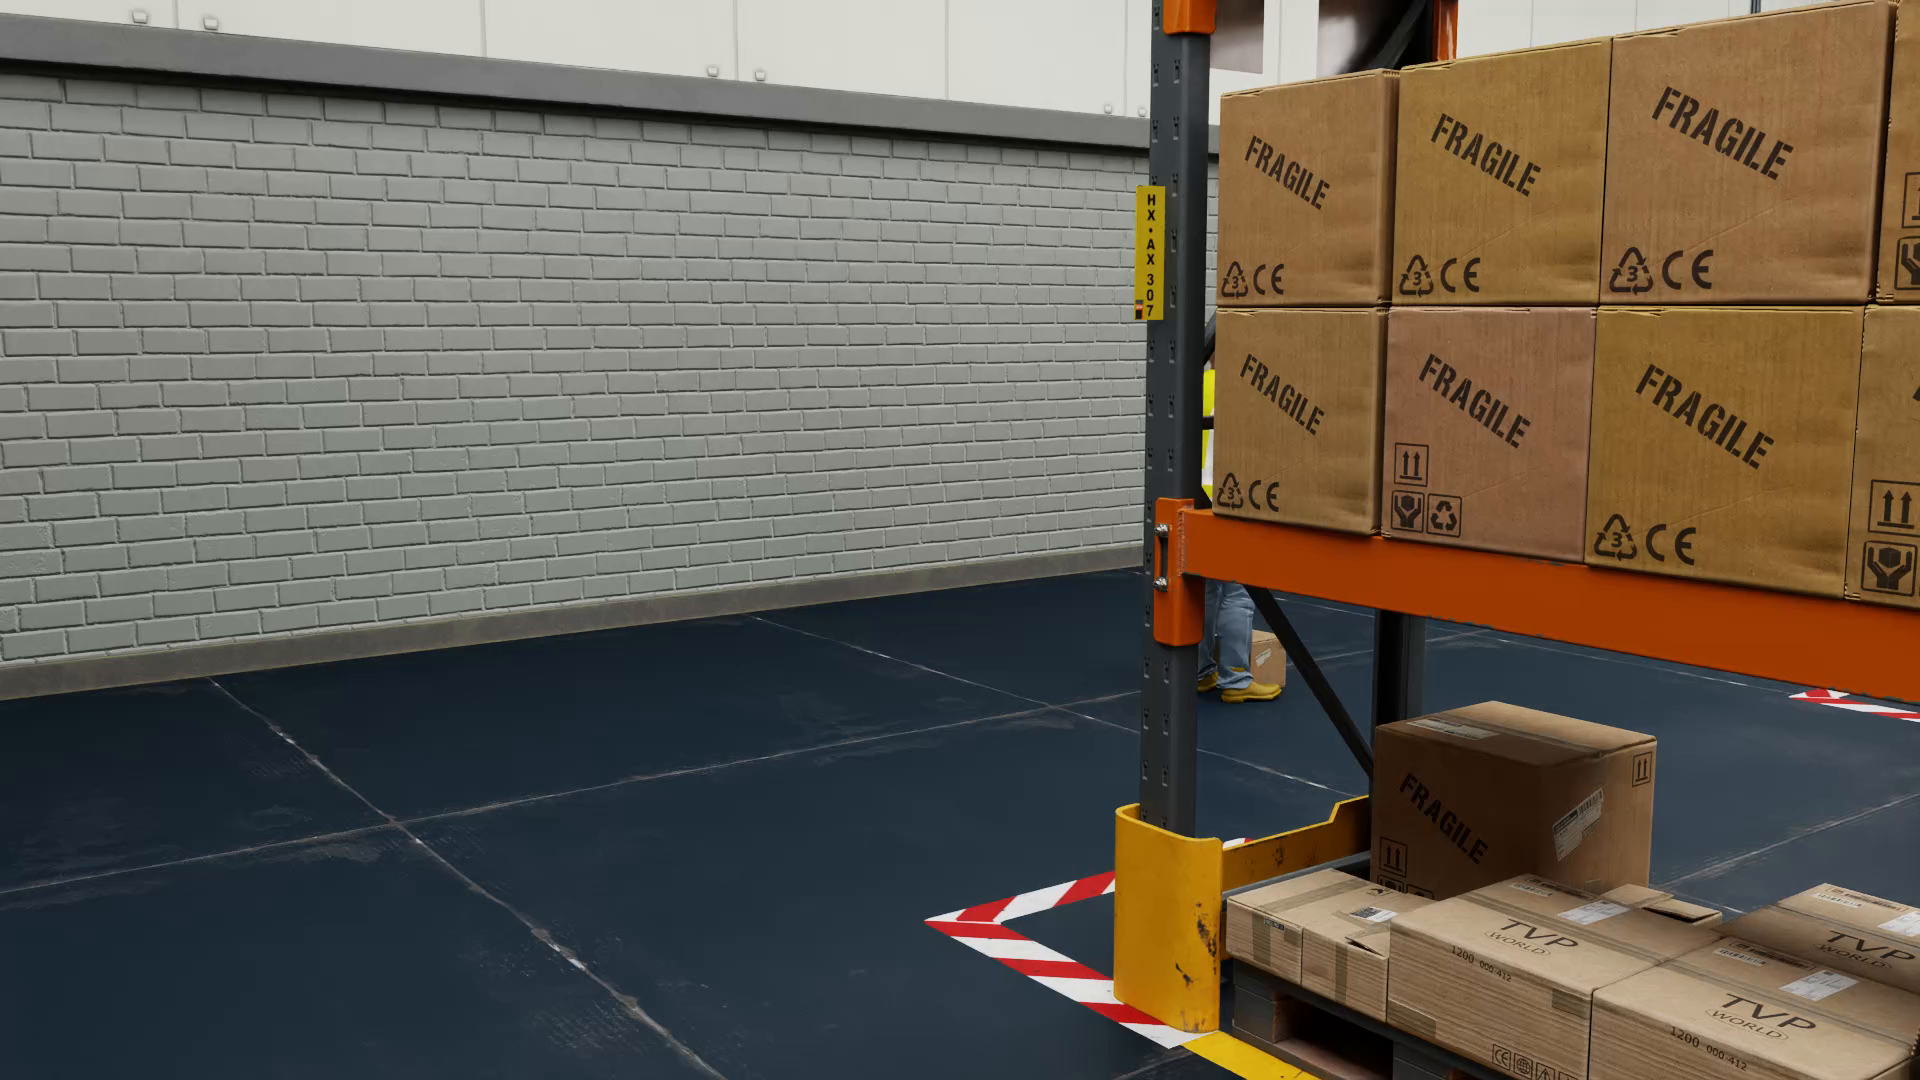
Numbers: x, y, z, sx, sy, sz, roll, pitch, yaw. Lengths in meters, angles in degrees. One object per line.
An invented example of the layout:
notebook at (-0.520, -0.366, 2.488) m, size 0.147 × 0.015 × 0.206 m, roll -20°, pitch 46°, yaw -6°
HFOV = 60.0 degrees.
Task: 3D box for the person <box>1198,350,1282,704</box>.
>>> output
person at (1.218, -0.145, 7.805) m, size 0.457 × 1.761 × 0.638 m, roll -6°, pitch 10°, yaw -38°
